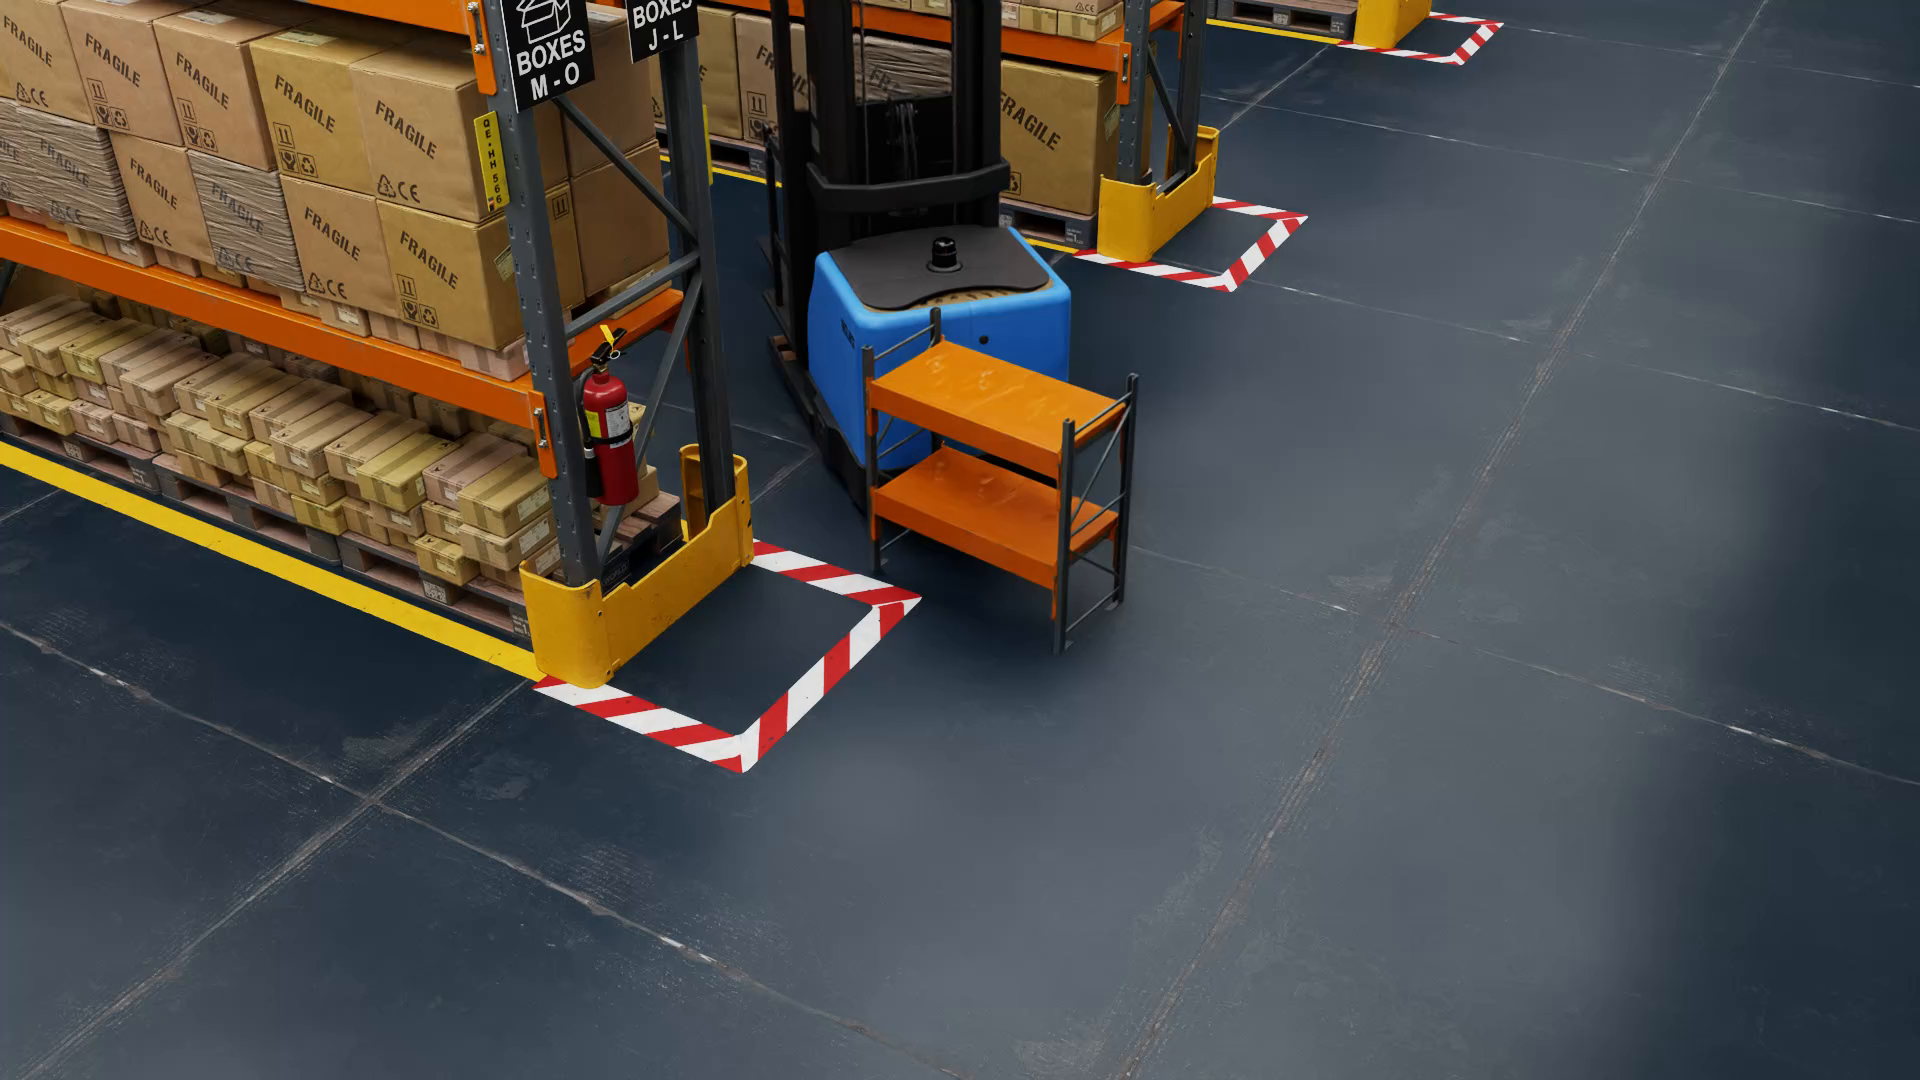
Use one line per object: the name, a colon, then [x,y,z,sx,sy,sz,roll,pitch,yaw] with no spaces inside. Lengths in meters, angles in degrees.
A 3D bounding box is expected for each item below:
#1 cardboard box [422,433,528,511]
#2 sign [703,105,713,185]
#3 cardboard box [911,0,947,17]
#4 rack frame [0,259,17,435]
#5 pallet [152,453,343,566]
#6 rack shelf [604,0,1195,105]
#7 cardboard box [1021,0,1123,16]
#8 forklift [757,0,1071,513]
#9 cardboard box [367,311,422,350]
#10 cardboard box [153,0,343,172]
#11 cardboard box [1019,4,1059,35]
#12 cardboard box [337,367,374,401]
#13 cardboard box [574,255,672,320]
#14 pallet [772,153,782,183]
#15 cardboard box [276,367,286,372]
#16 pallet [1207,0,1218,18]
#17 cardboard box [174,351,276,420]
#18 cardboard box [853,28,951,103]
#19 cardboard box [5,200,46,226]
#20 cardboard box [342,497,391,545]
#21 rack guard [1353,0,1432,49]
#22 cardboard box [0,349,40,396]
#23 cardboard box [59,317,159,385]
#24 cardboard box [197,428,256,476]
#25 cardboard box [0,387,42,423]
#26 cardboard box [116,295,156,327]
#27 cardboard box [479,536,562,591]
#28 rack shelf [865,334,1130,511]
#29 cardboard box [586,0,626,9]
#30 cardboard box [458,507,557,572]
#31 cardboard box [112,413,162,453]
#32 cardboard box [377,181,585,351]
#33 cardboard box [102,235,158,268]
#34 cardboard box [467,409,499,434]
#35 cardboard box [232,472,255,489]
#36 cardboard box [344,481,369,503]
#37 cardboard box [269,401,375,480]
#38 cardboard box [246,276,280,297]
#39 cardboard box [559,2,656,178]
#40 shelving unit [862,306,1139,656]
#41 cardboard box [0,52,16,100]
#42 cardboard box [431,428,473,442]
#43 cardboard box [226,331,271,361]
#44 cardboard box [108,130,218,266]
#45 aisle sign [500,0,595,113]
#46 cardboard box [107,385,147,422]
cardboard box: [-2.068,-0.286,7.130,0.250,0.149,0.380,18,38,25]
sign: [-1.024,-1.551,6.592,0.005,0.325,0.100,18,37,24]
cardboard box: [-0.104,-3.404,10.382,0.250,0.149,0.380,17,37,23]
rack frame: [-4.766,-2.030,8.092,0.127,3.000,1.000,18,37,24]
pallet: [-3.102,-0.367,8.110,1.213,0.211,1.003,18,37,24]
rack shelf: [-0.480,-3.539,11.008,4.000,0.370,1.077,18,37,24]
cardboard box: [0.704,-3.356,9.950,0.500,0.250,0.500,17,37,24]
forklift: [-0.428,-2.148,8.331,1.130,2.935,3.031,-11,35,-15]
cardboard box: [-2.139,-0.927,6.663,0.250,0.149,0.380,17,37,24]
cardboard box: [-2.709,-1.796,6.479,0.500,0.500,0.500,20,38,27]
cardboard box: [0.557,-3.194,10.068,0.250,0.149,0.380,18,38,25]
cardboard box: [-2.732,-0.826,7.940,0.250,0.149,0.380,18,38,25]
cardboard box: [-1.411,-1.072,6.880,0.250,0.149,0.380,17,37,24]
pallet: [-0.532,-2.646,11.534,1.213,0.211,1.003,18,37,24]
cardboard box: [-3.229,-0.814,8.191,0.250,0.149,0.380,16,37,22]
pallet: [1.962,-5.093,15.208,1.213,0.211,1.003,18,37,24]
cardboard box: [-3.420,-0.716,7.775,0.250,0.149,0.380,16,37,22]
cardboard box: [-0.129,-2.967,11.037,0.875,0.875,0.875,18,37,24]
cardboard box: [-4.163,-1.607,7.683,0.250,0.149,0.380,16,37,22]
cardboard box: [-2.534,-0.160,7.477,0.250,0.149,0.380,18,38,25]
rack guard: [3.741,-4.632,14.254,0.348,0.500,1.175,18,37,24]
cardboard box: [-4.610,-0.888,8.302,0.250,0.149,0.380,19,38,26]
cardboard box: [-4.116,-0.921,8.083,0.250,0.149,0.380,17,37,24]
cardboard box: [-3.267,-0.470,7.674,0.250,0.149,0.380,18,38,25]
cardboard box: [-4.609,-0.763,8.383,0.250,0.149,0.380,16,37,22]
cardboard box: [-4.086,-1.242,8.565,0.250,0.149,0.380,18,38,25]
cardboard box: [-1.853,0.038,7.180,0.250,0.149,0.380,18,38,25]
rack shelf: [0.157,-0.509,6.972,1.000,0.278,0.538,23,40,31]
cardboard box: [-2.782,-3.846,12.357,0.875,0.875,1.225,18,38,25]
cardboard box: [-1.893,-0.050,7.043,0.250,0.149,0.380,17,37,23]
cardboard box: [-3.891,-0.601,8.139,0.250,0.149,0.380,17,37,23]
cardboard box: [-1.811,-1.095,6.329,0.500,0.500,0.500,18,38,25]
cardboard box: [-3.515,-1.351,7.299,0.250,0.149,0.380,19,38,26]
cardboard box: [-2.033,-0.622,7.634,0.250,0.149,0.380,17,37,24]
cardboard box: [-3.196,-0.391,7.824,0.250,0.149,0.380,19,38,26]
cardboard box: [-2.527,-0.315,7.442,0.250,0.149,0.380,17,37,24]
cardboard box: [-2.810,-0.445,7.368,0.250,0.149,0.380,19,38,26]
cardboard box: [-2.791,-1.176,7.036,0.250,0.149,0.380,16,37,22]
cardboard box: [-1.551,-1.763,6.430,0.500,0.500,0.500,17,37,24]
shelving unit: [0.157,-0.266,7.134,1.048,1.125,0.538,23,40,31]
cardboard box: [-4.037,-2.235,7.139,0.500,0.500,0.500,16,37,23]
cardboard box: [-2.255,-0.559,7.809,0.250,0.149,0.380,19,38,26]
cardboard box: [-3.399,-1.038,8.259,0.250,0.149,0.380,16,37,22]
cardboard box: [-3.128,-1.516,6.962,0.500,0.500,0.500,20,38,27]
aisle sign: [-1.378,-1.847,5.472,0.004,0.787,0.394,18,37,24]
cardboard box: [-3.883,-0.736,8.075,0.250,0.149,0.380,16,37,22]
